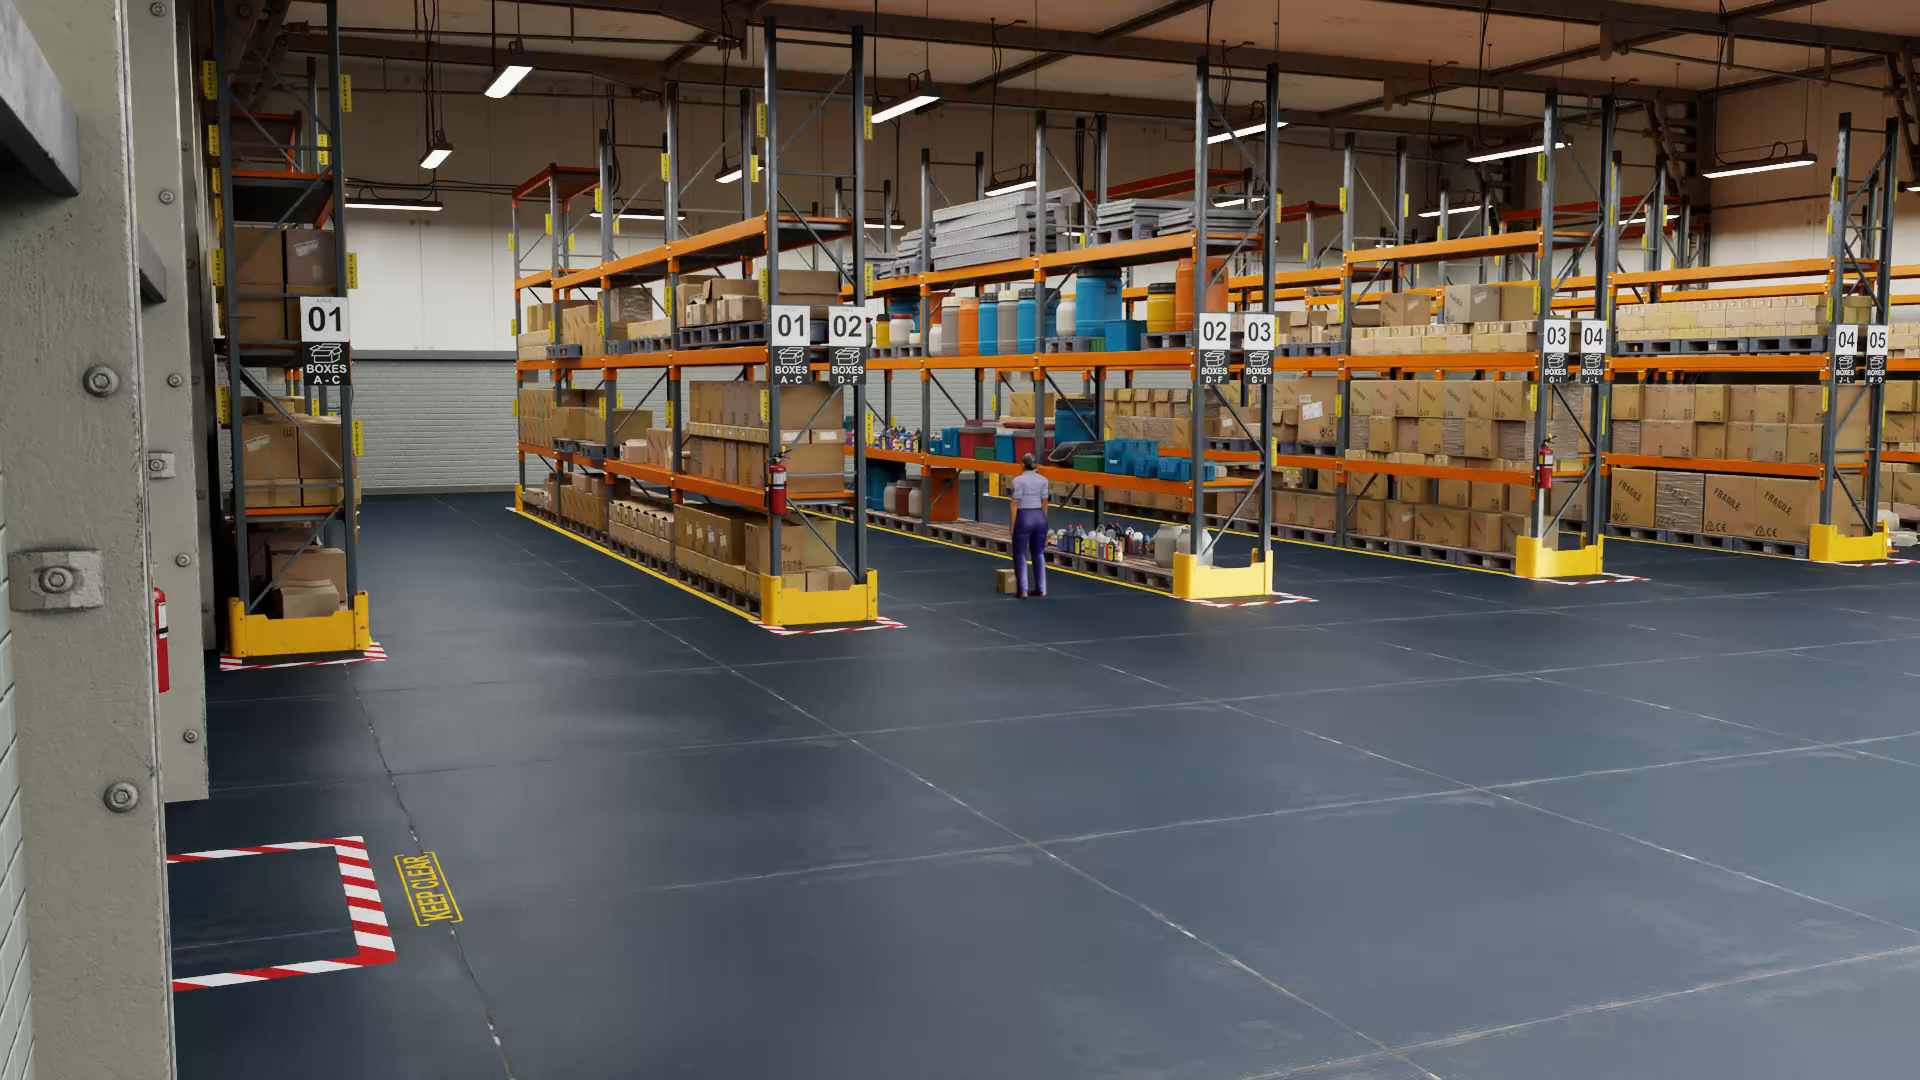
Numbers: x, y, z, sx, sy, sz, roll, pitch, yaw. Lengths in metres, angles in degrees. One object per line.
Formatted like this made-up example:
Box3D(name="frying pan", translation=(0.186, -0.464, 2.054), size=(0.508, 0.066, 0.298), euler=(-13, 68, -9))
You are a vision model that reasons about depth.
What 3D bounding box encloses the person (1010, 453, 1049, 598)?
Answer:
Box3D(name="person", translation=(0.768, -0.158, 18.862), size=(0.466, 1.667, 0.353), euler=(-2, 6, -22))
